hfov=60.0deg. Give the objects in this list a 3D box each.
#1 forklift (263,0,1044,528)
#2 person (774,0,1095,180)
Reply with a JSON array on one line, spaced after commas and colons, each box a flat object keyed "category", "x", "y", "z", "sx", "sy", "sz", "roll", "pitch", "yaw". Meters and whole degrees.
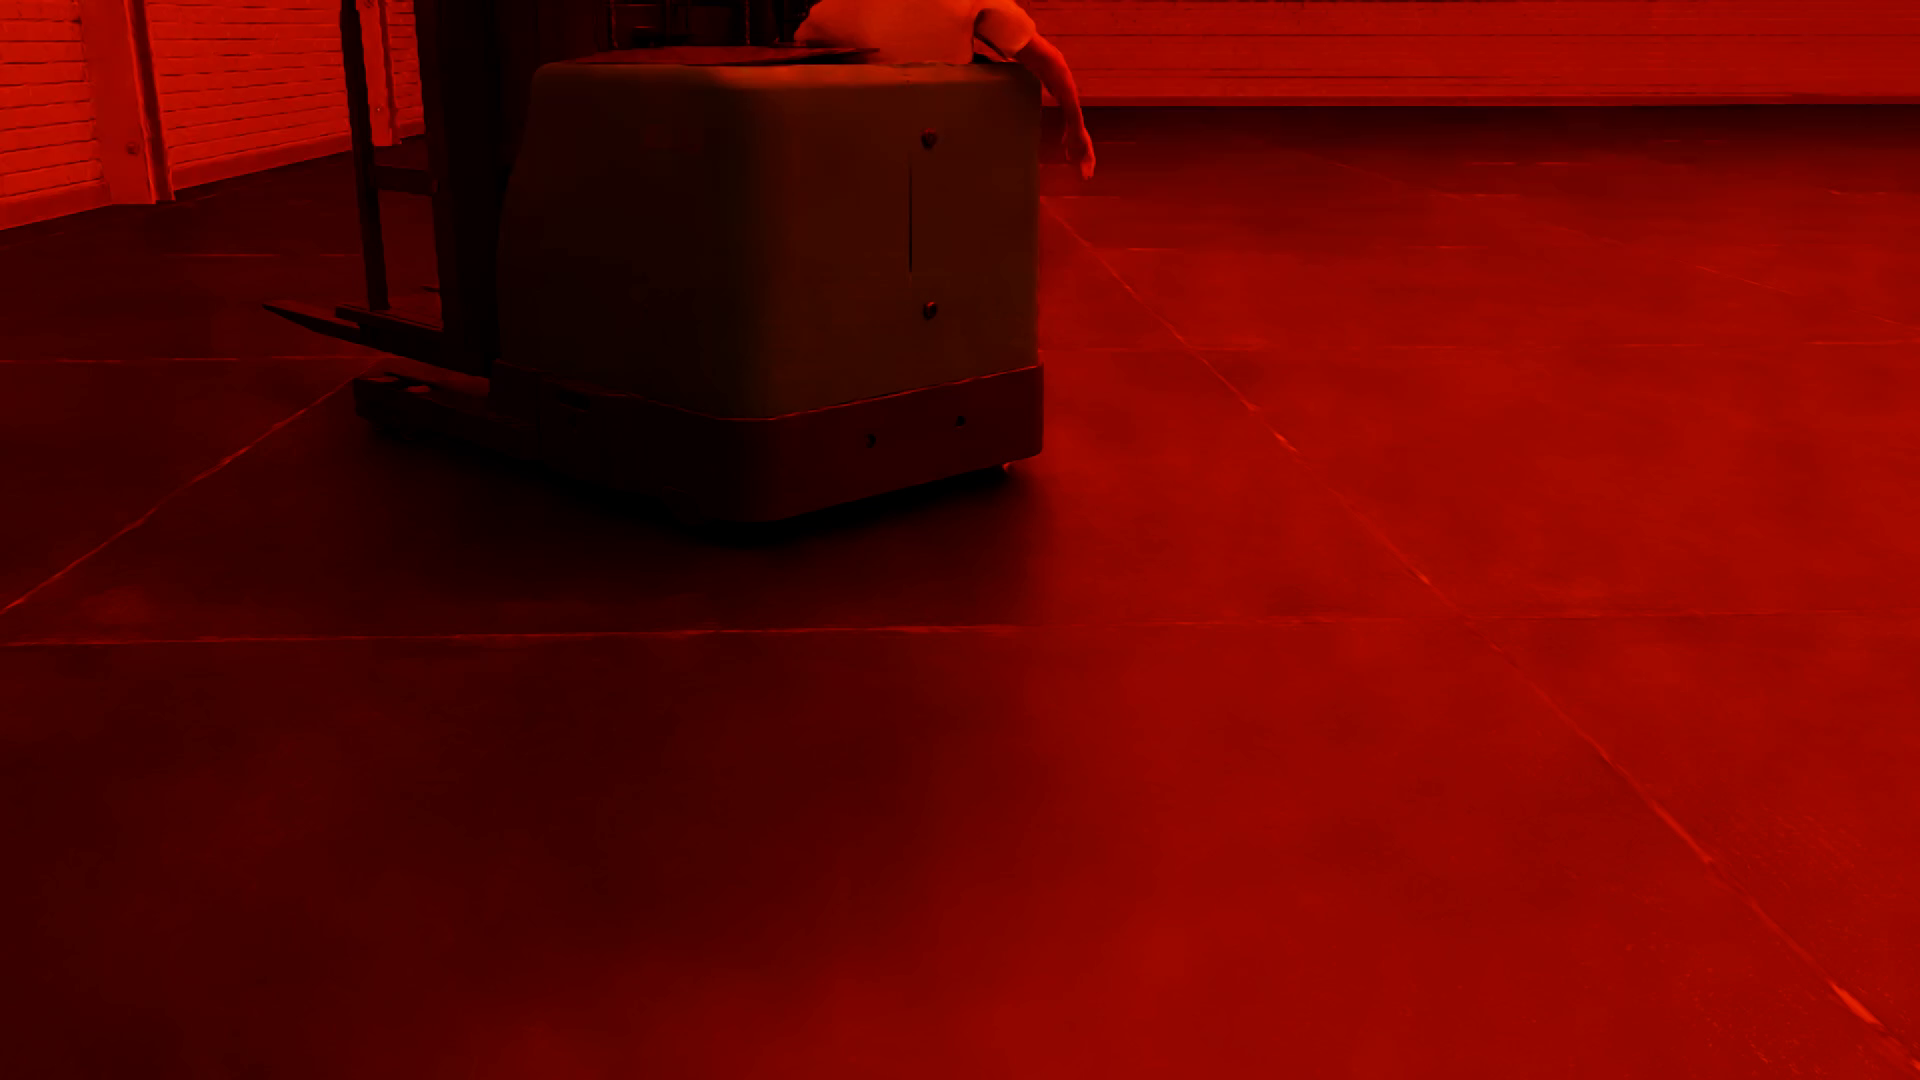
[{"category": "forklift", "x": -1.173, "y": -1.781, "z": 4.730, "sx": 1.130, "sy": 2.935, "sz": 3.031, "roll": -16, "pitch": 23, "yaw": -42}, {"category": "person", "x": -0.094, "y": -0.913, "z": 4.371, "sx": 0.874, "sy": 1.549, "sz": 0.716, "roll": -4, "pitch": 17, "yaw": -12}]
